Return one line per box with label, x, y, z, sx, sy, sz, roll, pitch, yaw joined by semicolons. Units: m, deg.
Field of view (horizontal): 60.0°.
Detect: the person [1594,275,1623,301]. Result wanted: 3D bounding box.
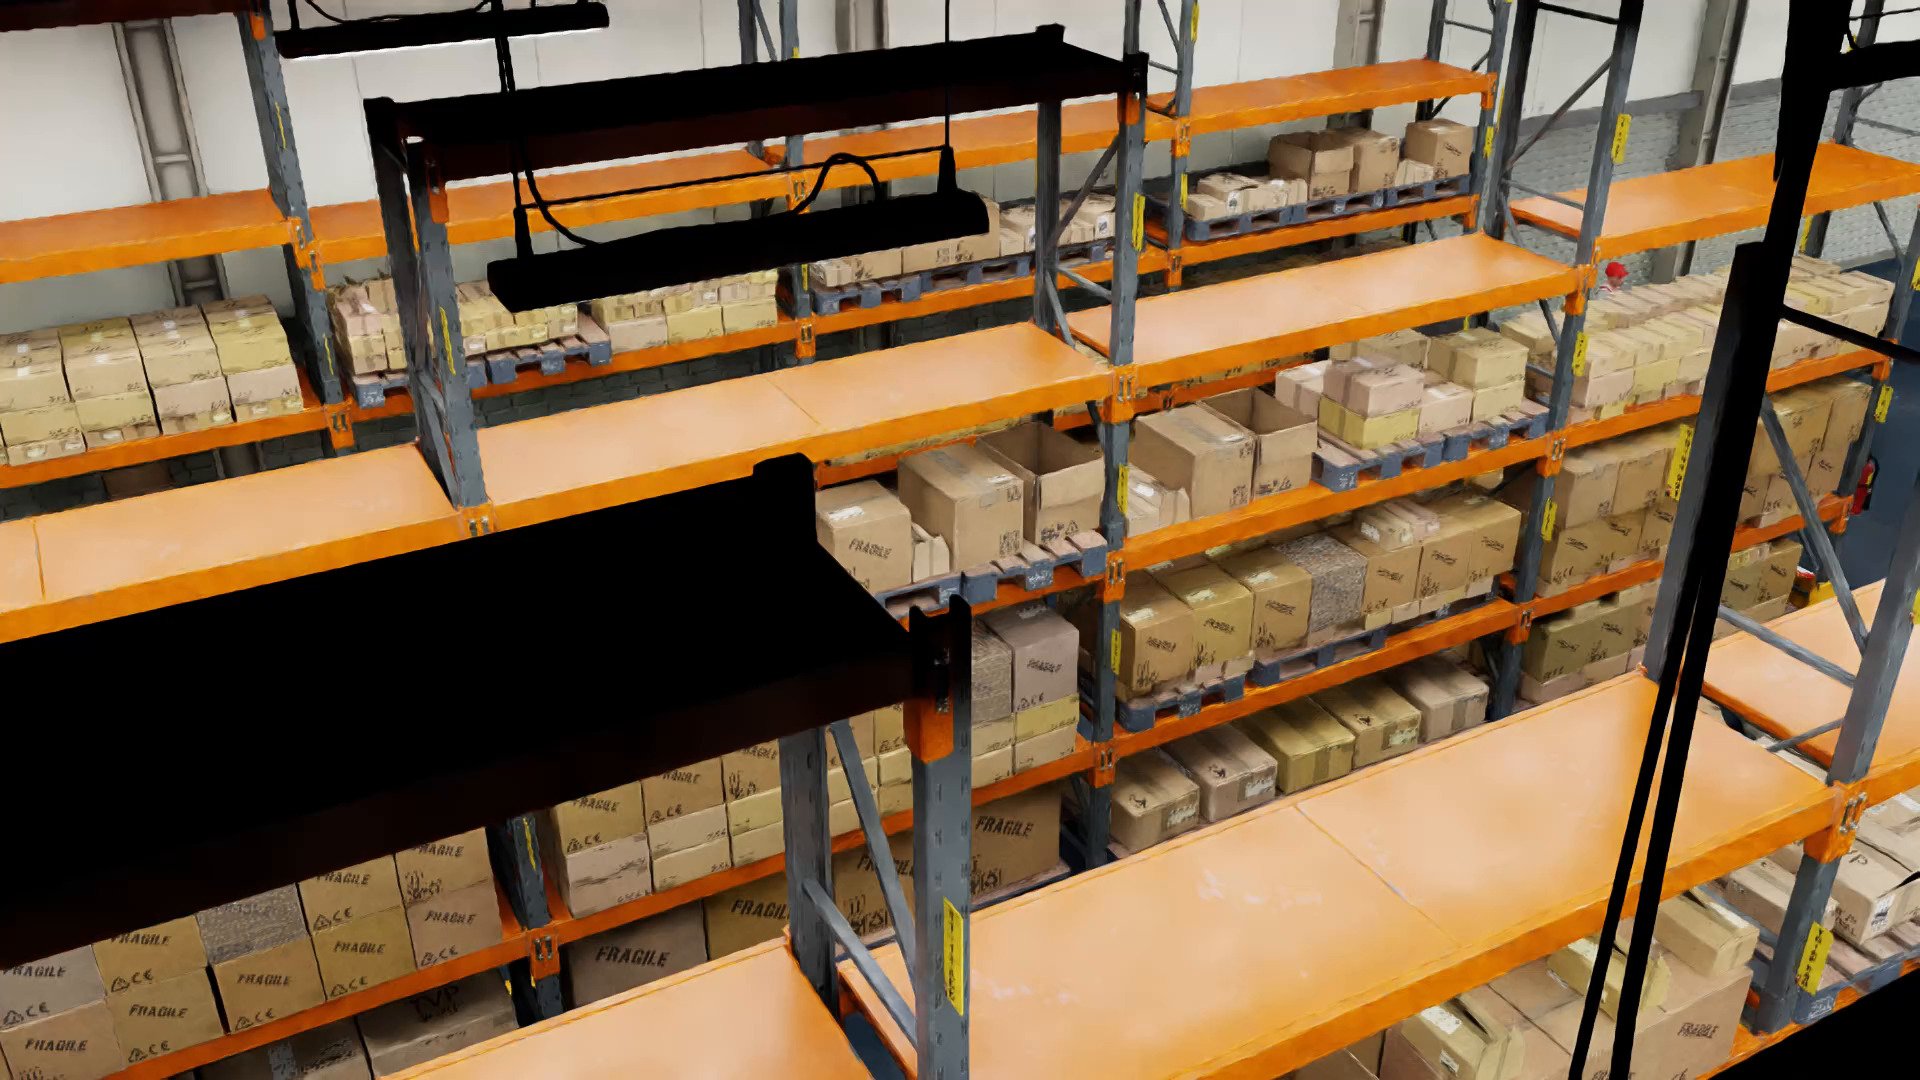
person;7.560;-2.447;19.774;0.544;1.736;0.645;17;33;29
